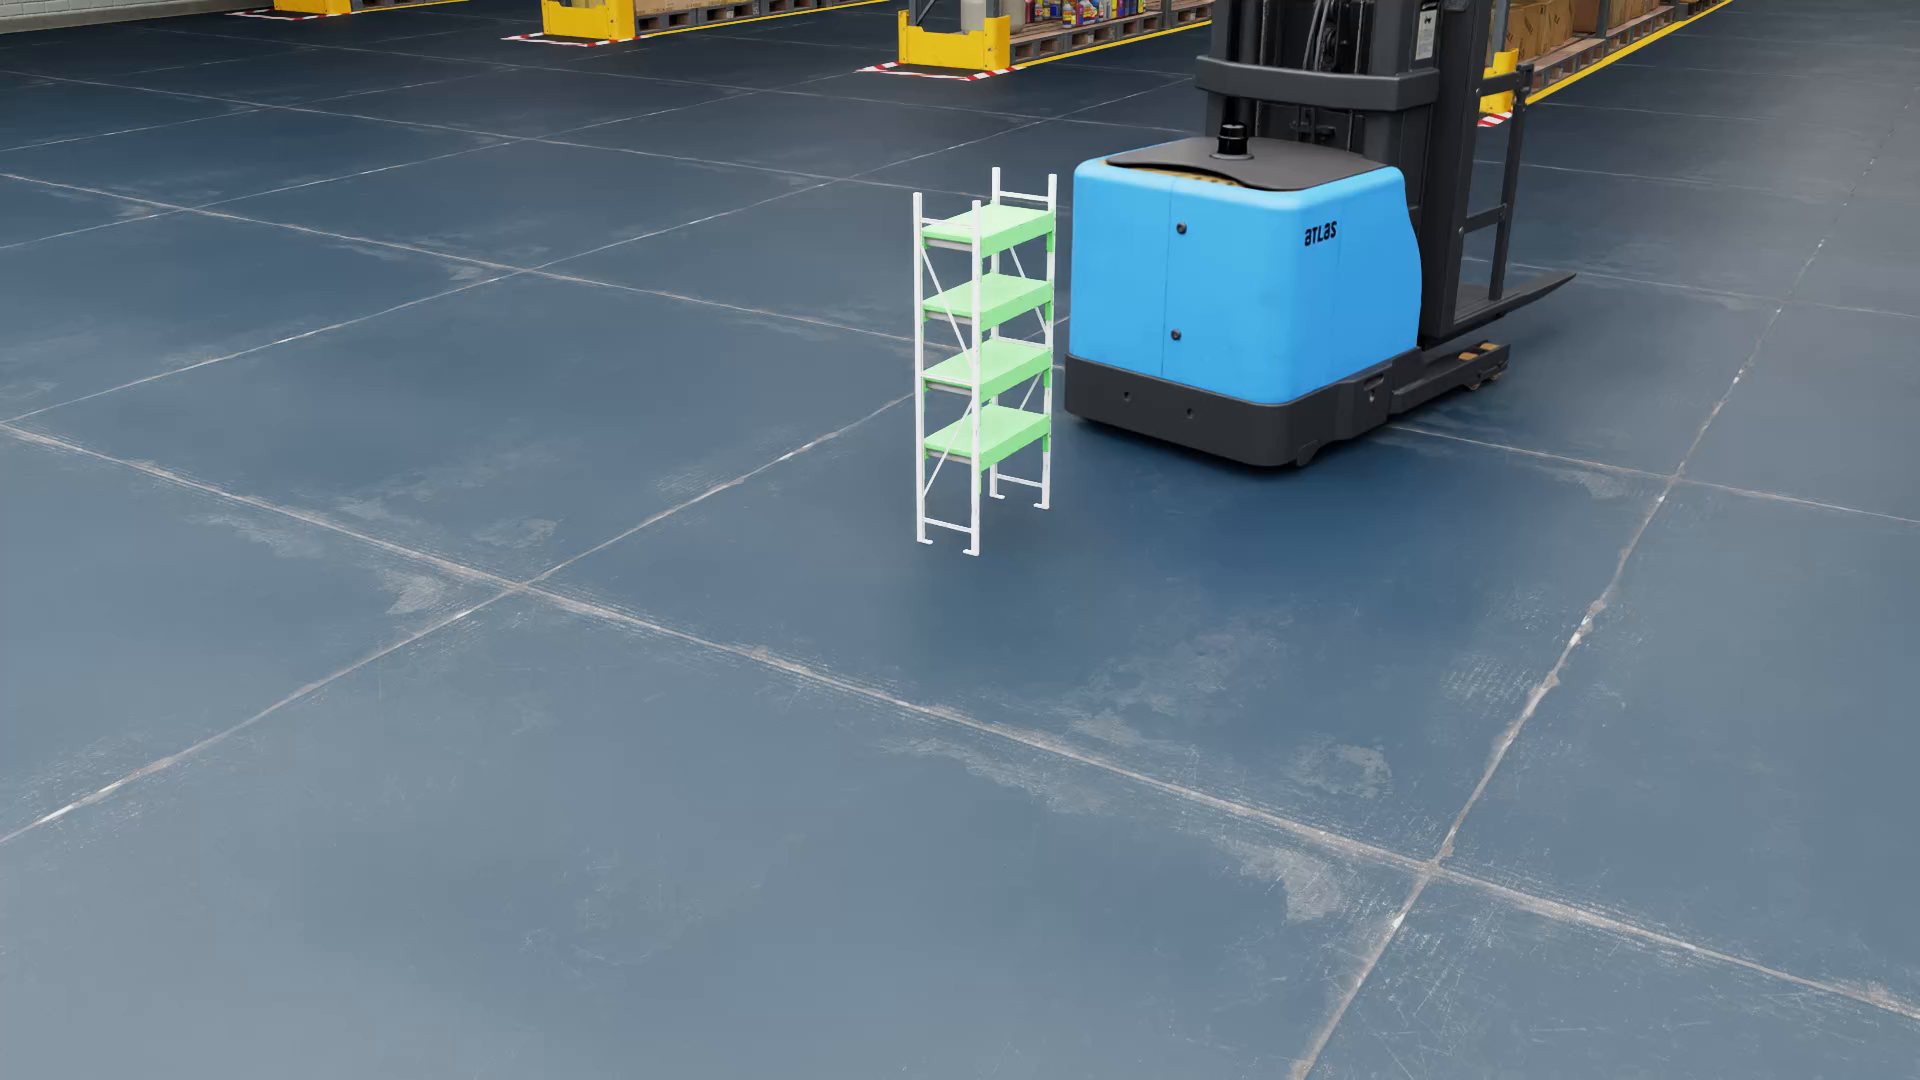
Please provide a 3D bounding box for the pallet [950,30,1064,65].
[{"bbox_3d":[0.369,-5.205,17.508,1.003,0.211,1.213,14,27,29],"label":"pallet"}]

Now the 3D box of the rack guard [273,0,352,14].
[{"bbox_3d":[-8.441,-7.131,21.593,1.175,0.500,0.348,14,27,29],"label":"rack guard"}]

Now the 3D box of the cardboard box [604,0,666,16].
[{"bbox_3d":[-3.798,-6.281,19.416,0.500,0.250,0.500,14,27,29],"label":"cardboard box"}]

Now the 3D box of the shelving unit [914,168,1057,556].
[{"bbox_3d":[0.087,-0.606,5.641,0.258,1.200,0.503,14,27,29],"label":"shelving unit"}]

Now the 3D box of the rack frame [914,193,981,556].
[{"bbox_3d":[-0.041,-0.524,5.450,0.240,1.200,0.015,14,27,29],"label":"rack frame"}]

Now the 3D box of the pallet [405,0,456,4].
[{"bbox_3d":[-7.338,-7.675,23.214,1.003,0.211,1.213,14,27,29],"label":"pallet"}]

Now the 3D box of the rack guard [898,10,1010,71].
[{"bbox_3d":[-0.064,-5.065,16.820,1.175,0.500,0.348,14,27,29],"label":"rack guard"}]

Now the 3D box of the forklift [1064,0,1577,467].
[{"bbox_3d":[1.794,-2.118,6.954,1.130,2.935,3.031,20,30,38],"label":"forklift"}]

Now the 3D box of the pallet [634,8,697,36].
[{"bbox_3d":[-3.902,-6.203,19.813,1.003,0.211,1.213,14,27,29],"label":"pallet"}]

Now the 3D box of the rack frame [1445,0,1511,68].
[{"bbox_3d":[4.144,-5.138,13.844,1.000,3.000,0.127,14,27,29],"label":"rack frame"}]

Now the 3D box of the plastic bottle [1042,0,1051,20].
[{"bbox_3d":[0.971,-5.978,18.752,0.097,0.201,0.097,0,23,0],"label":"plastic bottle"}]

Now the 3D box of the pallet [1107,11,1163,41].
[{"bbox_3d":[1.656,-6.029,19.411,1.003,0.211,1.213,14,27,29],"label":"pallet"}]

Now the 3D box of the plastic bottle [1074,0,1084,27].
[{"bbox_3d":[1.292,-5.751,18.124,0.061,0.283,0.133,14,27,30],"label":"plastic bottle"}]

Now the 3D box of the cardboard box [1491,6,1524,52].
[{"bbox_3d":[4.774,-4.600,15.219,0.500,0.500,0.500,-20,31,-39],"label":"cardboard box"}]

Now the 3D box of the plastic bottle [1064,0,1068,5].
[{"bbox_3d":[1.168,-6.264,19.223,0.144,0.351,0.185,13,26,27],"label":"plastic bottle"}]

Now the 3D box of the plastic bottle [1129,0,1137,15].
[{"bbox_3d":[1.951,-6.235,19.157,0.144,0.351,0.185,13,27,28],"label":"plastic bottle"}]

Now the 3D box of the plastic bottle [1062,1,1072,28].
[{"bbox_3d":[1.157,-5.673,17.959,0.097,0.271,0.097,0,23,0],"label":"plastic bottle"}]

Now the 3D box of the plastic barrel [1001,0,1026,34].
[{"bbox_3d":[0.483,-5.635,17.593,0.421,0.512,0.421,0,23,0],"label":"plastic barrel"}]

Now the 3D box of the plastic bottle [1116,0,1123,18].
[{"bbox_3d":[1.799,-6.076,18.874,0.061,0.283,0.133,16,28,32],"label":"plastic bottle"}]

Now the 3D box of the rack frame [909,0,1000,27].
[{"bbox_3d":[-0.064,-6.176,16.242,1.000,3.000,0.127,14,27,29],"label":"rack frame"}]

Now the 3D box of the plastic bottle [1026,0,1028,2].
[{"bbox_3d":[0.689,-5.919,18.523,0.152,0.276,0.135,14,27,29],"label":"plastic bottle"}]

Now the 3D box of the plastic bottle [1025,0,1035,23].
[{"bbox_3d":[0.779,-5.901,18.470,0.061,0.283,0.133,14,27,29],"label":"plastic bottle"}]

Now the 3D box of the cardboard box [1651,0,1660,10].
[{"bbox_3d":[8.027,-6.663,19.958,0.700,0.500,0.500,12,26,26],"label":"cardboard box"}]

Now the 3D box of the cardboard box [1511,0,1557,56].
[{"bbox_3d":[5.452,-4.987,16.111,0.500,0.500,0.500,11,26,24],"label":"cardboard box"}]

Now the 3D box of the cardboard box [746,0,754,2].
[{"bbox_3d":[-2.743,-6.956,20.974,0.500,0.250,0.500,14,27,29],"label":"cardboard box"}]

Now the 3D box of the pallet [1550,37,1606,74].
[{"bbox_3d":[5.930,-4.975,16.976,1.003,0.211,1.213,14,27,29],"label":"pallet"}]

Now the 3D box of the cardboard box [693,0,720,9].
[{"bbox_3d":[-3.274,-6.619,20.197,0.500,0.250,0.500,14,27,29],"label":"cardboard box"}]

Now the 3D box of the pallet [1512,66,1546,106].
[{"bbox_3d":[4.643,-4.151,15.073,1.003,0.211,1.213,14,27,29],"label":"pallet"}]

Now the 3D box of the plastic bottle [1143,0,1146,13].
[{"bbox_3d":[2.119,-6.256,19.395,0.097,0.201,0.097,0,23,0],"label":"plastic bottle"}]

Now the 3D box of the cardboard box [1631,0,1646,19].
[{"bbox_3d":[7.452,-6.280,19.074,0.700,0.500,0.500,16,28,33],"label":"cardboard box"}]

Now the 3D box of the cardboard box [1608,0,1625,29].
[{"bbox_3d":[6.864,-5.903,18.203,0.700,0.500,0.500,14,27,29],"label":"cardboard box"}]

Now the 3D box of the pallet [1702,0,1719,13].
[{"bbox_3d":[9.488,-7.219,22.161,1.003,0.211,1.213,14,27,29],"label":"pallet"}]

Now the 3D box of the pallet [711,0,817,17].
[{"bbox_3d":[-2.615,-7.026,21.715,1.003,0.211,1.213,14,27,29],"label":"pallet"}]

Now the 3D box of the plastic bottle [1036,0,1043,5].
[{"bbox_3d":[0.846,-6.057,18.747,0.144,0.351,0.185,15,28,31],"label":"plastic bottle"}]

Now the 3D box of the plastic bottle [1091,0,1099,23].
[{"bbox_3d":[1.498,-5.891,18.462,0.097,0.271,0.097,0,23,0],"label":"plastic bottle"}]

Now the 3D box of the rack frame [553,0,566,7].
[{"bbox_3d":[-4.270,-7.216,18.642,1.000,3.000,0.127,14,27,29],"label":"rack frame"}]

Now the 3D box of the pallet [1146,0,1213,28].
[{"bbox_3d":[2.427,-6.520,20.545,1.003,0.211,1.213,14,27,29],"label":"pallet"}]

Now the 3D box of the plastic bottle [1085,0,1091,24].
[{"bbox_3d":[1.391,-5.822,18.304,0.097,0.271,0.097,0,23,0],"label":"plastic bottle"}]

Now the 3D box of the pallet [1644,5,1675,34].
[{"bbox_3d":[7.950,-6.295,20.027,1.003,0.211,1.213,14,27,29],"label":"pallet"}]

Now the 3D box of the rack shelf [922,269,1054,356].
[{"bbox_3d":[0.087,-0.768,5.571,0.258,0.148,0.480,14,27,29],"label":"rack shelf"}]

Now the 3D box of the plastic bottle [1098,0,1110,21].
[{"bbox_3d":[1.590,-5.973,18.646,0.152,0.276,0.135,14,27,30],"label":"plastic bottle"}]

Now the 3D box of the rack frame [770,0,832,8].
[{"bbox_3d":[-2.160,-8.566,21.761,1.000,3.000,0.127,14,27,29],"label":"rack frame"}]

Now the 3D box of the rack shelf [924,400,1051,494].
[{"bbox_3d":[0.087,-0.328,5.761,0.258,0.148,0.480,14,27,29],"label":"rack shelf"}]

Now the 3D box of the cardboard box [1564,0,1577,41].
[{"bbox_3d":[6.009,-5.407,17.083,0.500,0.500,0.500,13,27,27],"label":"cardboard box"}]

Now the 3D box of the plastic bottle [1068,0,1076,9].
[{"bbox_3d":[1.294,-6.217,19.215,0.097,0.271,0.097,0,23,0],"label":"plastic bottle"}]
